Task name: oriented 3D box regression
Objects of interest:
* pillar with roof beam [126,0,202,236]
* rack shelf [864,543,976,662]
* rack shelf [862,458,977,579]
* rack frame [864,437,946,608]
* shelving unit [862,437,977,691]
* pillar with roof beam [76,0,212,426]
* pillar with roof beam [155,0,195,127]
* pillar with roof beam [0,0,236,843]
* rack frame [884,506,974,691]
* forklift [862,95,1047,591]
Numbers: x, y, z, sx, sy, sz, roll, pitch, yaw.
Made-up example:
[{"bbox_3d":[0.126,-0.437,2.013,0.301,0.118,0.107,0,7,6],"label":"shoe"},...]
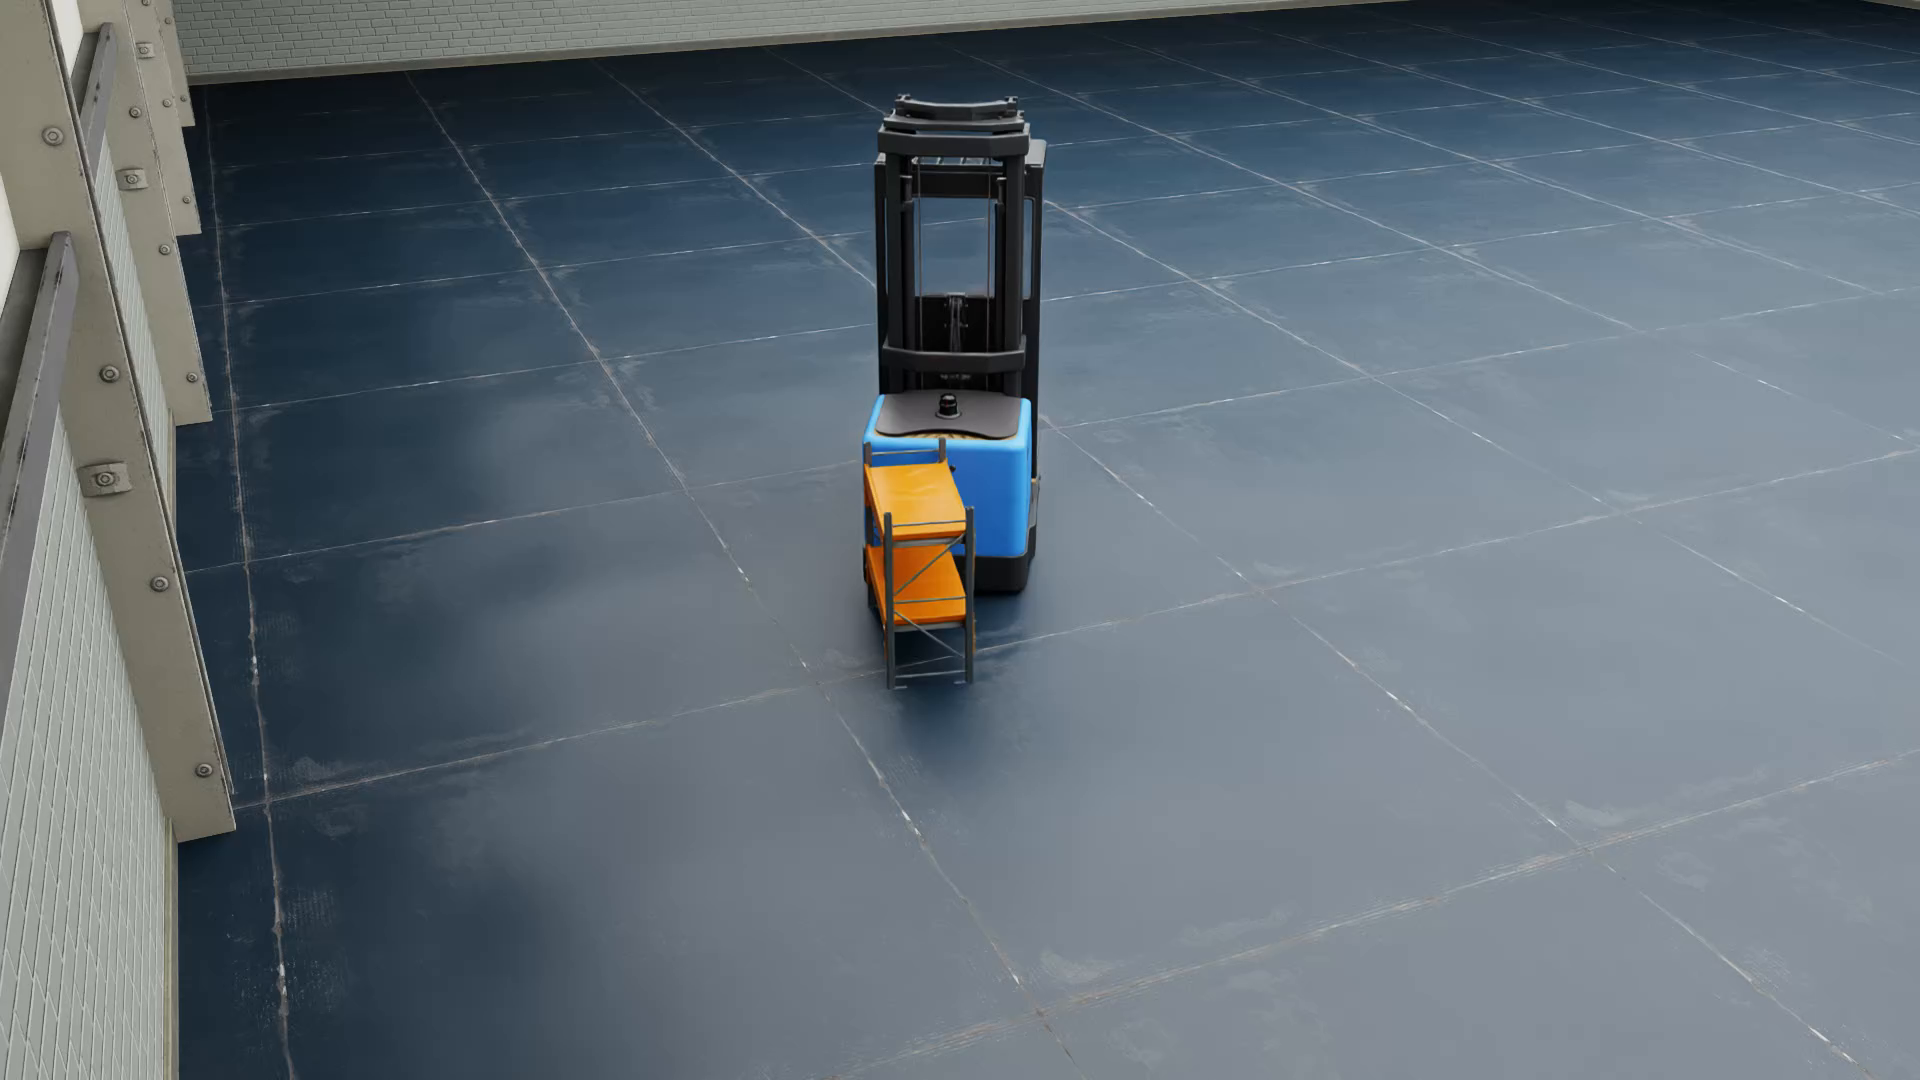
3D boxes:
[{"bbox_3d":[-4.615,-8.217,17.968,9.100,9.000,0.400,-11,28,-21],"label":"pillar with roof beam"},{"bbox_3d":[-0.252,0.342,9.972,0.538,0.278,1.000,-4,26,-8],"label":"rack shelf"},{"bbox_3d":[-0.252,-0.141,9.736,0.538,0.278,1.000,-4,26,-8],"label":"rack shelf"},{"bbox_3d":[-0.333,-0.098,10.315,0.500,1.125,0.032,-4,26,-8],"label":"rack frame"},{"bbox_3d":[-0.252,0.122,9.865,0.538,1.125,1.048,-4,26,-8],"label":"shelving unit"},{"bbox_3d":[-2.265,-5.794,13.007,9.100,9.000,0.400,-11,28,-21],"label":"pillar with roof beam"},{"bbox_3d":[-6.964,-10.639,22.929,9.100,9.000,0.400,-11,28,-21],"label":"pillar with roof beam"},{"bbox_3d":[0.085,-3.372,8.046,9.100,9.000,0.400,-11,28,-21],"label":"pillar with roof beam"},{"bbox_3d":[-0.171,0.342,9.414,0.500,1.125,0.032,-4,26,-8],"label":"rack frame"},{"bbox_3d":[0.011,-1.605,11.343,1.130,2.935,3.031,2,26,4],"label":"forklift"}]
